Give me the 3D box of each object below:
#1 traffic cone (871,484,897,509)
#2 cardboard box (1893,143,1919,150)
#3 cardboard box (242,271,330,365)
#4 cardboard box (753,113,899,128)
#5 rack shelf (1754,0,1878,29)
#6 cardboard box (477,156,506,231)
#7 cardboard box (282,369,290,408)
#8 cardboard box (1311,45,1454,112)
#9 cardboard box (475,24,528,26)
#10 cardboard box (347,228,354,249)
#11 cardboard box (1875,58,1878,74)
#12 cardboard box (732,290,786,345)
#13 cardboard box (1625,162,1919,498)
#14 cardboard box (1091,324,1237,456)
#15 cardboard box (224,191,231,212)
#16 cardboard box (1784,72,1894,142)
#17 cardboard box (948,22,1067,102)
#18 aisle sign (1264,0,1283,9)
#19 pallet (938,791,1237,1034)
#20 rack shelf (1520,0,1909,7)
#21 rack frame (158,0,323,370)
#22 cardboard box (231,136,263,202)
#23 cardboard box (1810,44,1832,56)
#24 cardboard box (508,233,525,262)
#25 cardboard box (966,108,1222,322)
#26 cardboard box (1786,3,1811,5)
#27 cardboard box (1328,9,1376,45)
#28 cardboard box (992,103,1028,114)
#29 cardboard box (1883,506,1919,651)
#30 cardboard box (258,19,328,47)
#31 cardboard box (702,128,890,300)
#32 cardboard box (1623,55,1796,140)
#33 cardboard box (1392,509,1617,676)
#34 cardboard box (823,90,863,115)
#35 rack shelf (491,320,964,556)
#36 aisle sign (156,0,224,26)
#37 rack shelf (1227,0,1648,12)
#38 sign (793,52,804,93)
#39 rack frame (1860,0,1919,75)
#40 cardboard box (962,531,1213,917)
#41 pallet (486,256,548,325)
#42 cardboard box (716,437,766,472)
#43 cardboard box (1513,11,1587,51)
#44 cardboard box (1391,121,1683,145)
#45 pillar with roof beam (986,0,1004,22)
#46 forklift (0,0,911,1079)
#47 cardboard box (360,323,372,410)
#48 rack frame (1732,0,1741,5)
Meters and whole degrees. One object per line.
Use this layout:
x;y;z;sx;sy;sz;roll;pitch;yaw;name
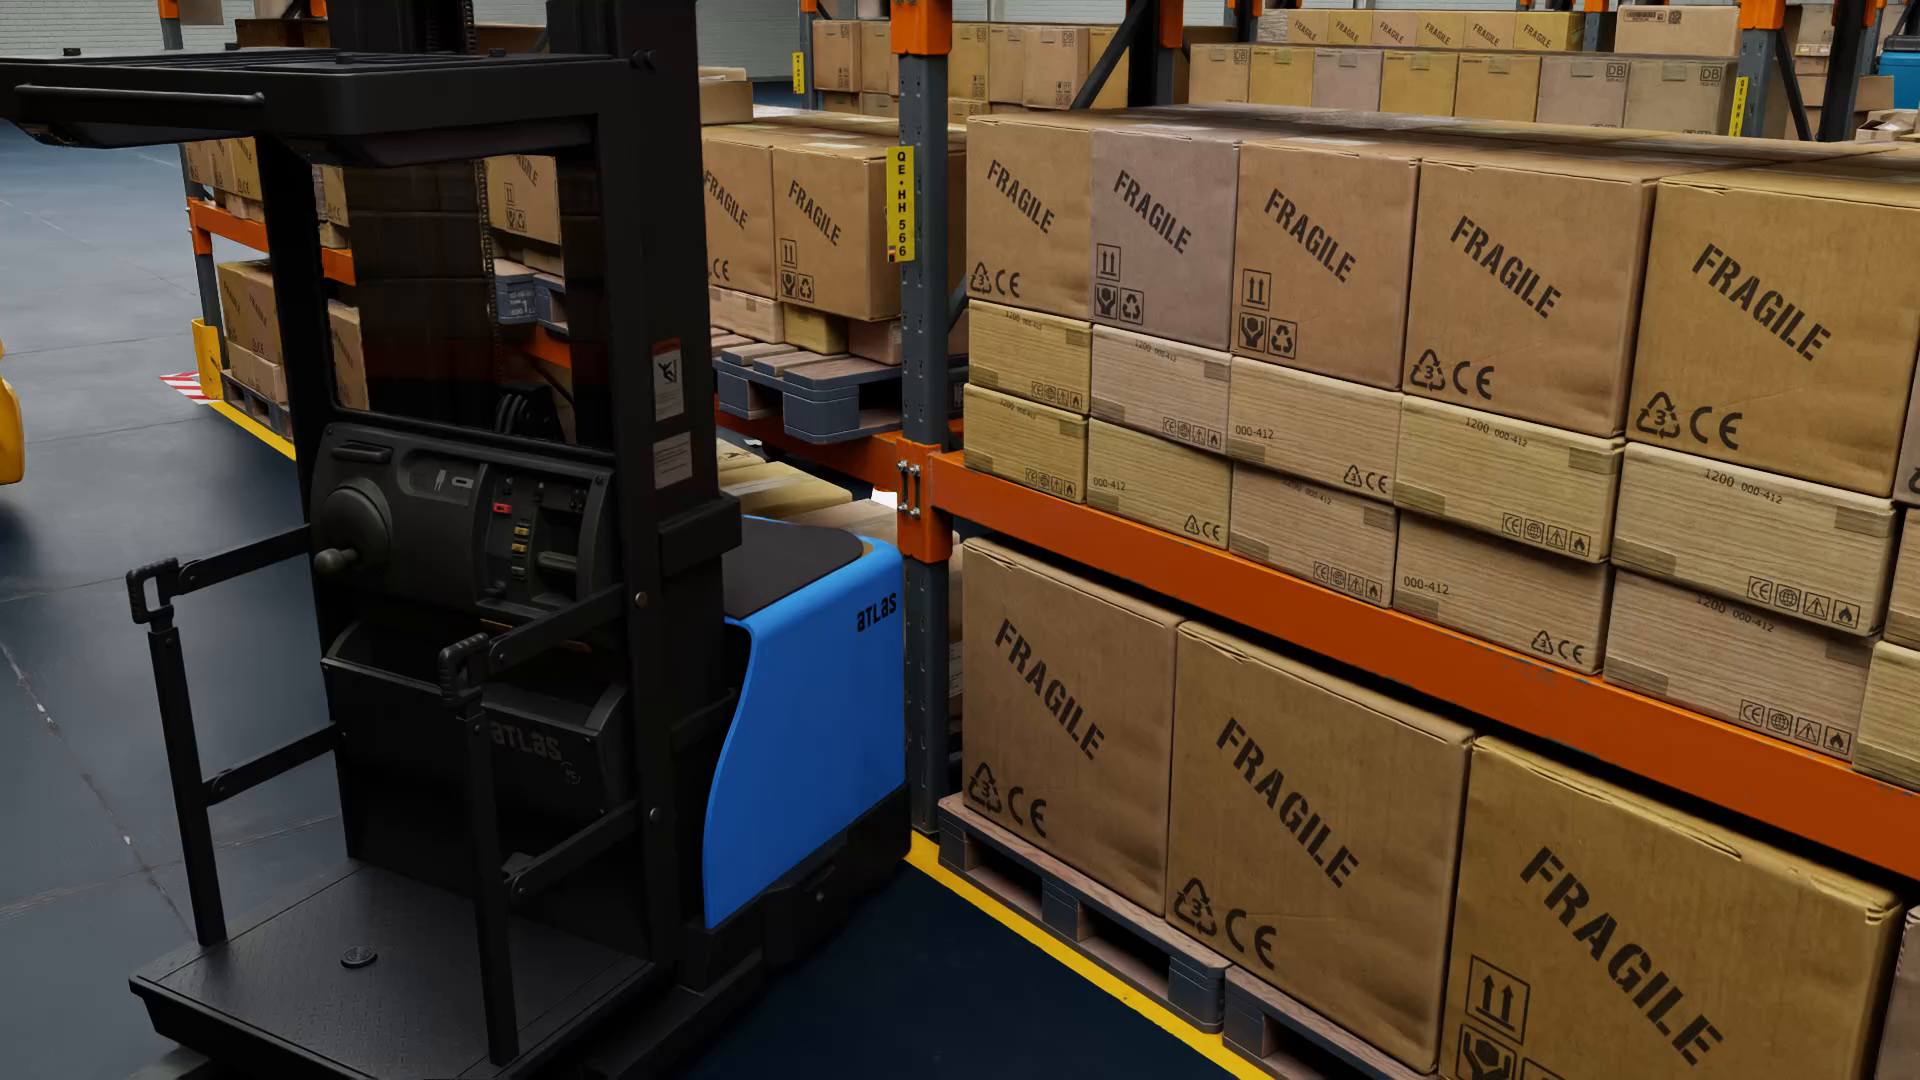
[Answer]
-0.365;-0.312;8.570;0.336;0.463;0.334;-14;23;-36;traffic cone
4.373;-1.699;7.508;0.380;0.149;0.250;-15;23;-38;cardboard box
-4.088;-1.398;10.326;0.500;0.500;0.500;-15;24;-38;cardboard box
-0.511;-1.364;6.410;0.500;0.500;0.500;-14;23;-35;cardboard box
5.311;-2.144;6.438;1.077;0.370;4.000;-14;23;-36;rack shelf
-1.854;-1.642;7.250;0.500;0.500;0.500;-14;23;-36;cardboard box
-3.772;-0.917;10.065;0.500;0.250;0.500;-12;22;-32;cardboard box
2.533;-2.690;9.965;0.700;0.500;0.500;-14;23;-36;cardboard box
-2.635;-2.493;8.897;0.700;0.500;0.500;-14;23;-36;cardboard box
-3.075;-1.653;8.983;0.380;0.149;0.250;-14;23;-37;cardboard box
12.064;-5.950;21.401;0.700;0.500;0.500;-13;22;-35;cardboard box
-0.551;-0.784;5.688;0.380;0.149;0.250;-14;23;-37;cardboard box
1.634;-0.416;3.096;0.500;0.500;0.500;-13;22;-34;cardboard box
0.692;-0.429;4.329;0.500;0.250;0.500;-13;23;-35;cardboard box
-4.398;-2.151;10.485;0.380;0.149;0.250;-15;23;-38;cardboard box
6.685;-3.322;12.792;0.797;0.503;0.637;-11;21;-31;cardboard box
0.388;-3.623;12.576;0.875;0.550;0.500;-14;23;-36;cardboard box
3.249;-5.777;16.901;0.394;0.787;0.004;-14;23;-36;aisle sign
0.682;0.969;5.099;1.003;0.211;1.213;-14;23;-36;pallet
8.177;-6.025;18.159;1.077;0.370;4.000;-14;23;-36;rack shelf
-4.716;-2.535;11.245;1.000;3.000;0.127;-14;23;-36;rack frame
-3.998;-2.300;9.905;0.500;0.500;0.500;-15;23;-37;cardboard box
11.370;-6.429;21.815;0.380;0.149;0.250;-14;23;-37;cardboard box
-1.753;-1.313;7.288;0.380;0.149;0.250;-12;22;-33;cardboard box
0.366;-0.916;4.608;0.500;0.500;0.500;-15;23;-38;cardboard box
11.133;-6.934;22.308;0.700;0.500;0.500;-14;23;-36;cardboard box
3.797;-4.696;15.549;0.500;0.500;0.500;-14;23;-36;cardboard box
0.745;-2.987;12.372;0.875;0.550;0.550;-14;23;-36;cardboard box
1.954;0.073;2.813;0.500;0.250;0.500;-13;23;-35;cardboard box
-3.919;-2.988;10.393;0.700;0.500;0.500;-14;23;-36;cardboard box
-0.578;-1.134;5.716;0.500;0.500;0.500;-14;23;-37;cardboard box
3.798;-2.189;8.452;0.700;0.500;0.500;-14;23;-36;cardboard box
1.321;0.052;3.672;0.500;0.250;0.500;-14;23;-36;cardboard box
-0.632;-3.514;13.965;0.875;0.550;0.550;-14;23;-36;cardboard box
-0.990;-0.715;6.893;1.077;0.370;4.000;-14;23;-36;rack shelf
-4.997;-3.723;10.700;0.394;0.787;0.004;-14;23;-36;aisle sign
4.294;-5.058;15.239;1.077;0.370;4.000;-14;23;-36;rack shelf
-1.337;-3.867;13.767;0.100;0.325;0.005;-14;23;-36;sign
9.419;-4.450;17.029;1.000;3.000;0.127;-14;23;-36;rack frame
0.615;0.432;4.997;0.875;0.875;0.875;-14;23;-37;cardboard box
-1.872;-1.241;7.644;1.003;0.211;1.213;-14;23;-36;pallet
-1.456;-0.196;7.694;0.950;0.372;0.625;-12;22;-33;cardboard box
5.041;-4.204;14.063;0.500;0.500;0.500;-14;23;-36;cardboard box
1.406;-0.761;4.138;0.500;0.500;0.500;-14;23;-36;cardboard box
-2.462;-15.287;40.213;9.100;9.000;0.400;-14;23;-36;pillar with roof beam
-1.316;-0.039;3.817;1.130;2.935;3.031;10;21;28;forklift
-2.810;-0.892;8.799;0.500;0.500;0.500;-14;23;-37;cardboard box
10.820;-6.401;22.922;1.000;3.000;0.127;-14;23;-36;rack frame
